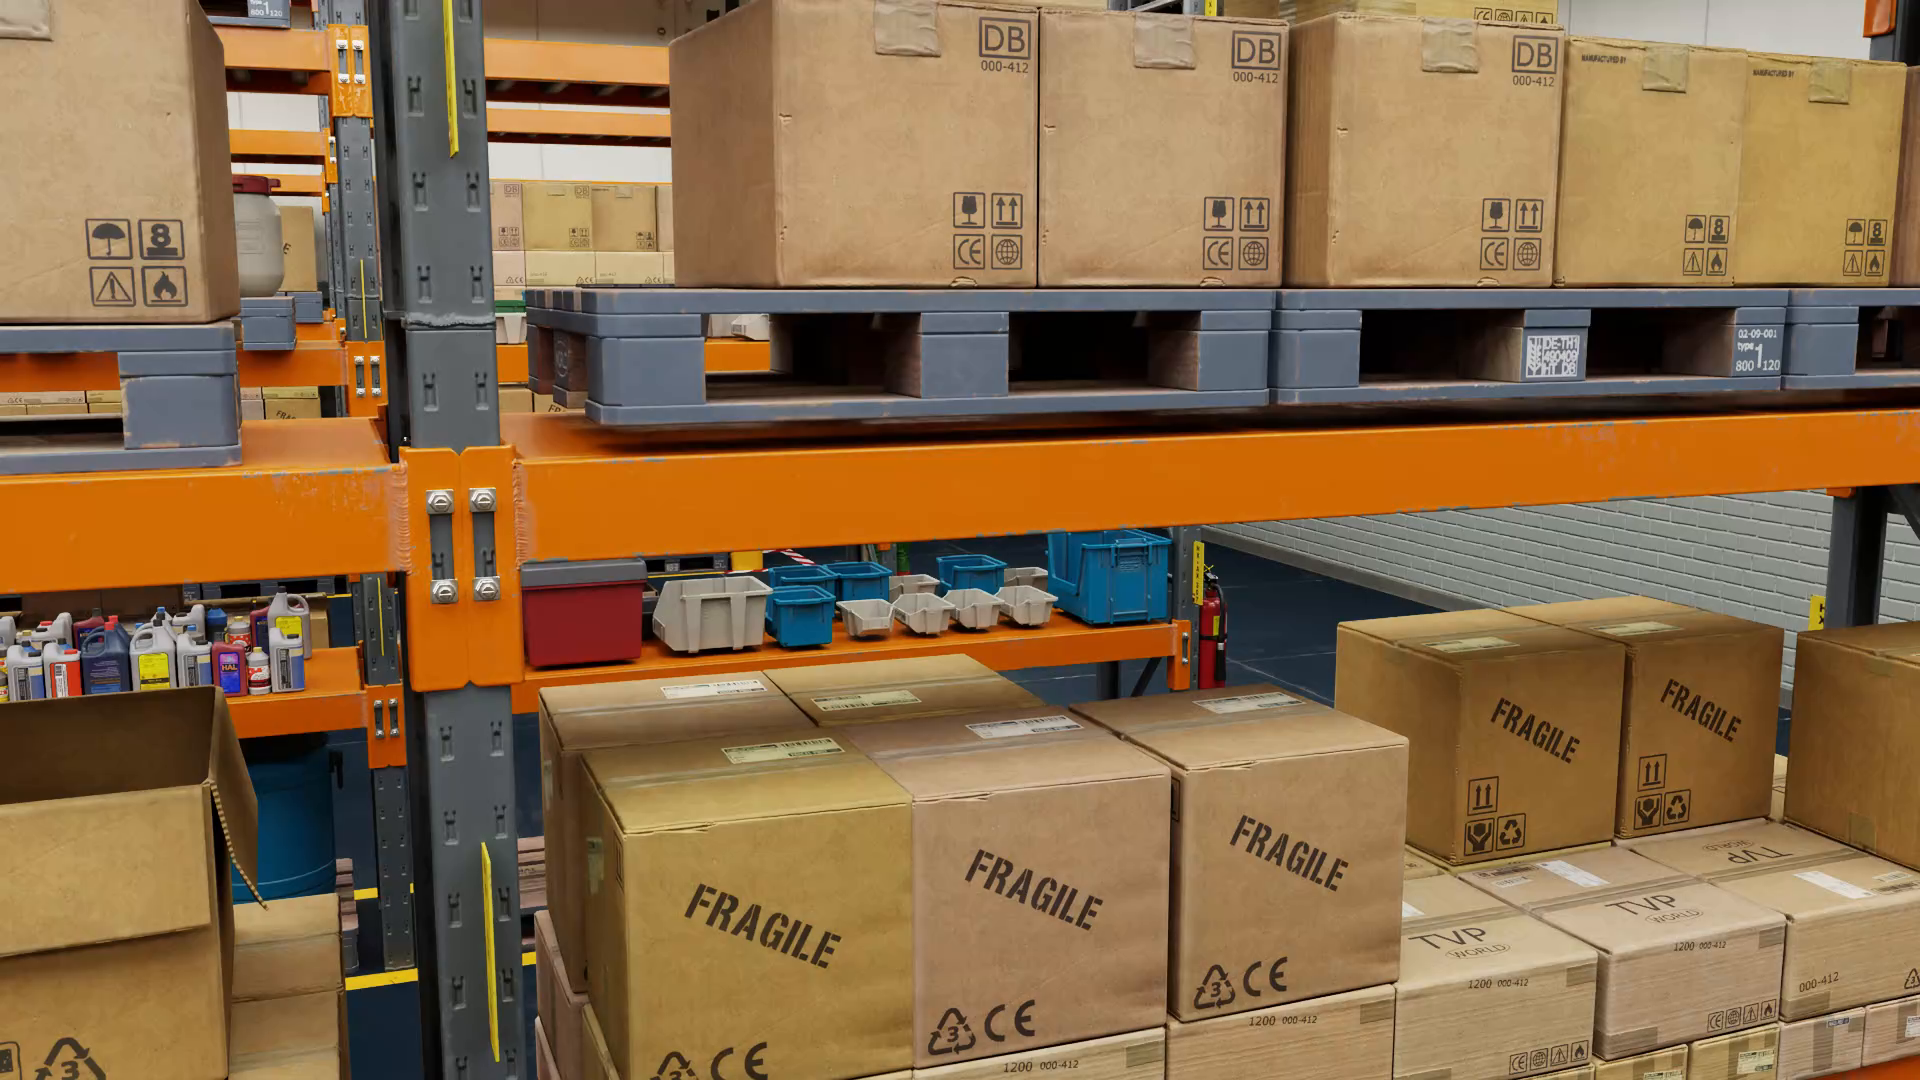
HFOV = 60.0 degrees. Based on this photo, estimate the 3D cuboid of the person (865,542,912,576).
[{"bbox_3d":[-0.691,-0.226,15.767,0.574,1.781,0.438,-4,10,-23],"label":"person"}]
